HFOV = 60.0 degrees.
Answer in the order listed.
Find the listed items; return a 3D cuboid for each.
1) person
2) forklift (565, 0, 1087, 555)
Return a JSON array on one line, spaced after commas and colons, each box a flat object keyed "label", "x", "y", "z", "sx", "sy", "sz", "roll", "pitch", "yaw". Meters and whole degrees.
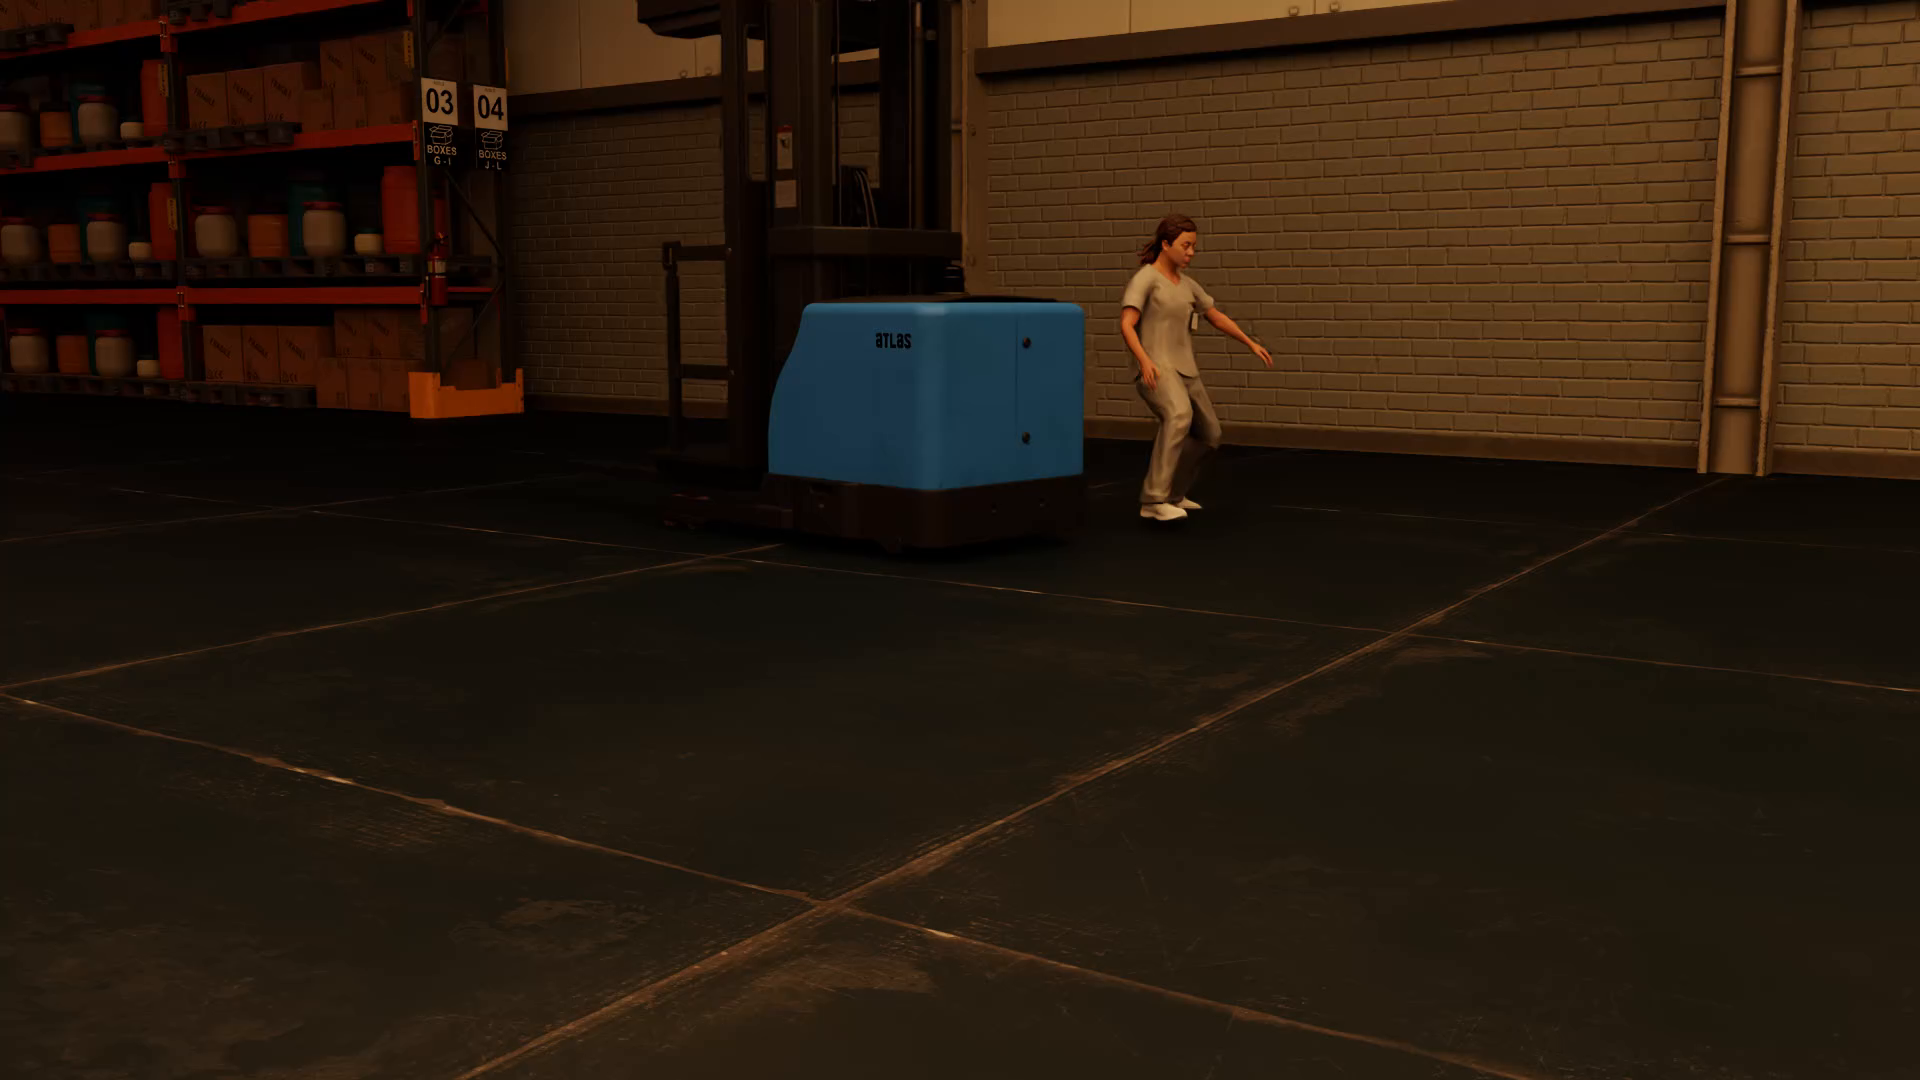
[{"label": "person", "x": 1.096, "y": -0.844, "z": 8.327, "sx": 0.906, "sy": 1.533, "sz": 0.806, "roll": -7, "pitch": 11, "yaw": -41}, {"label": "forklift", "x": -0.831, "y": -1.541, "z": 8.030, "sx": 3.031, "sy": 2.935, "sz": 1.130, "roll": 8, "pitch": 11, "yaw": 44}]
